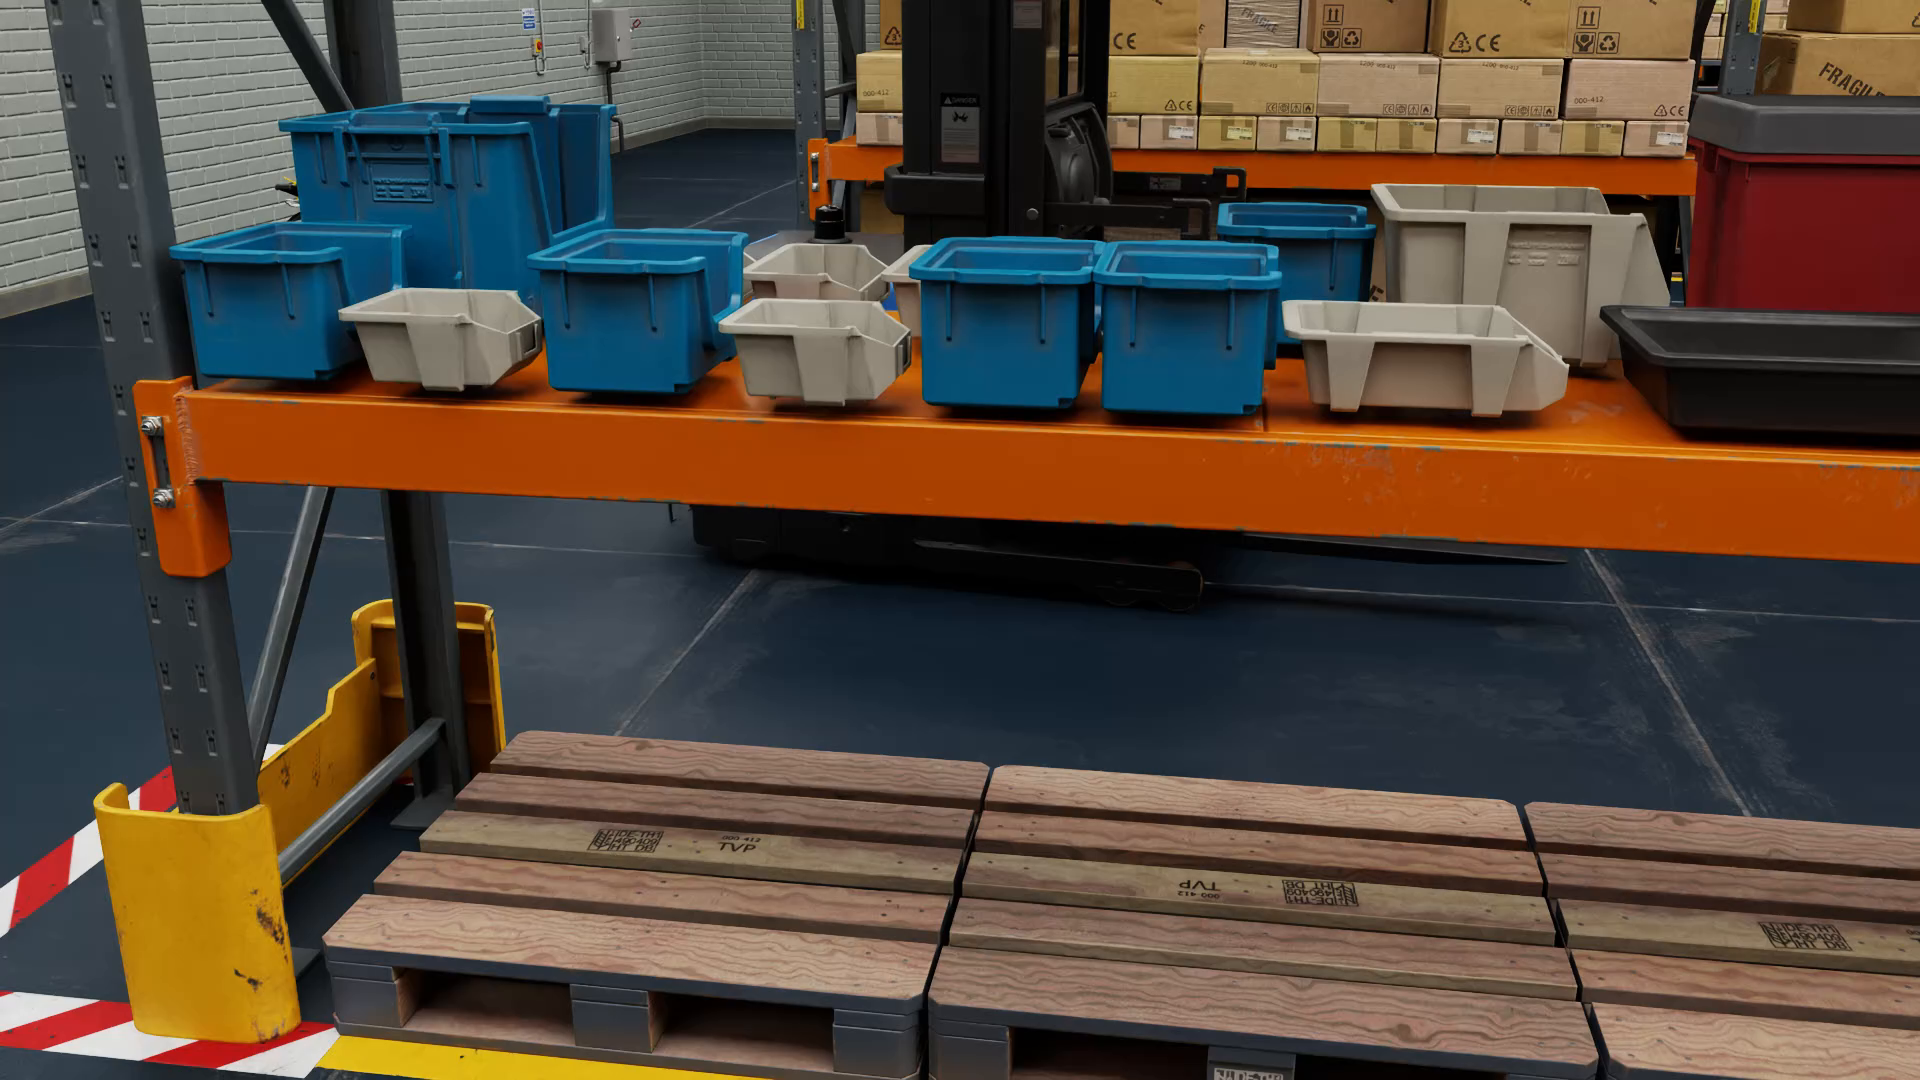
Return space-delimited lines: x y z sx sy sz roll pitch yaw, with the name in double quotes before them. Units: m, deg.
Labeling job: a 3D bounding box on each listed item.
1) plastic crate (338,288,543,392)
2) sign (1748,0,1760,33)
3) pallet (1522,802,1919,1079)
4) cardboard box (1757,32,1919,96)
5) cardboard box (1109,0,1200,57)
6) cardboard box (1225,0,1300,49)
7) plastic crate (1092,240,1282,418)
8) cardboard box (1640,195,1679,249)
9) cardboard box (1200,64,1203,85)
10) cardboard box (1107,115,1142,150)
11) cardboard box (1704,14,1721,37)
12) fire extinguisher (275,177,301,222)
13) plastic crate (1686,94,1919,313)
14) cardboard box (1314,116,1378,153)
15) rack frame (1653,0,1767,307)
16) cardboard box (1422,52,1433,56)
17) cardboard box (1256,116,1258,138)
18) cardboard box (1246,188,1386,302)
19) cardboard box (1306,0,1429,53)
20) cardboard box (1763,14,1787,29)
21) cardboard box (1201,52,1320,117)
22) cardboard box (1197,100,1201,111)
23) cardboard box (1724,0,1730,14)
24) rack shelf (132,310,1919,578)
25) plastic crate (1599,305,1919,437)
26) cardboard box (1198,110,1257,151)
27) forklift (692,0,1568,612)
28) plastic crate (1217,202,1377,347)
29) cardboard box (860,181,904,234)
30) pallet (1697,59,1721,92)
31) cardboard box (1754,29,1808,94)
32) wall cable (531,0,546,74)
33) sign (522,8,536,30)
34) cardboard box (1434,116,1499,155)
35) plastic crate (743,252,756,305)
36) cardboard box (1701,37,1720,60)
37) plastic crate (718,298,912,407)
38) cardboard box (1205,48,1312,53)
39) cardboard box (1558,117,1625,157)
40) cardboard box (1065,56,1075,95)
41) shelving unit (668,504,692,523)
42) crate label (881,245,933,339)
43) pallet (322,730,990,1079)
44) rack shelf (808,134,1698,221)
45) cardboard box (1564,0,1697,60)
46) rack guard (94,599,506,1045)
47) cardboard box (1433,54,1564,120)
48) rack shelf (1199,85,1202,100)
"plastic crate" -0.907 -0.357 2.962 0.298 0.136 0.250 3 19 9
"sign" 3.246 -2.235 6.767 0.005 0.325 0.100 3 19 9
"pallet" 1.815 0.888 3.316 1.213 0.211 1.003 3 19 9
"cardboard box" 3.747 -1.907 7.118 0.500 0.500 0.500 3 19 9
"cardboard box" 0.820 -2.430 7.424 0.500 0.500 0.500 2 19 7
"cardboard box" 2.187 -3.719 12.065 0.500 0.500 0.500 2 19 7
"plastic crate" 0.385 -0.363 2.830 0.300 0.233 0.416 3 19 9
"cardboard box" 4.906 -2.403 12.037 0.500 0.500 0.500 4 19 11
"cardboard box" 1.833 -3.430 12.224 0.250 0.149 0.380 3 19 8
"cardboard box" 0.696 -1.871 7.563 0.250 0.149 0.380 3 19 8
"cardboard box" 5.046 -3.542 11.427 0.250 0.149 0.380 3 19 10
"fire extinguisher" -1.479 -0.547 3.921 0.183 0.674 0.296 3 19 9
"plastic crate" 1.705 -0.592 3.149 0.583 0.464 0.402 3 19 9
"cardboard box" 1.711 -1.819 7.409 0.250 0.149 0.380 3 19 8
"rack frame" 3.332 -1.961 7.437 0.127 3.000 1.000 3 19 9
"cardboard box" 2.420 -2.163 7.809 0.500 0.250 0.500 3 19 8
"cardboard box" 1.554 -2.039 8.066 0.250 0.149 0.380 2 19 7
"cardboard box" 1.805 -1.256 8.017 0.875 0.875 0.875 3 19 9
"cardboard box" 1.901 -2.543 7.761 0.500 0.500 0.500 2 19 7
"cardboard box" 5.569 -3.516 11.350 0.250 0.149 0.380 4 19 11
"cardboard box" 1.340 -2.049 7.466 0.500 0.250 0.500 3 19 8
"cardboard box" 1.052 -2.065 8.143 0.250 0.149 0.380 3 19 9
"cardboard box" 5.310 -3.669 11.338 0.250 0.149 0.380 3 19 8
"rack shelf" 0.572 -0.169 3.215 4.000 0.370 1.077 3 19 9
"plastic crate" 1.399 -0.280 2.751 0.590 0.125 0.437 3 19 9
"cardboard box" 1.200 -1.845 7.486 0.250 0.149 0.380 2 19 7
"forklift" 0.600 -1.337 5.680 3.031 2.935 1.130 5 19 15
"plastic crate" 0.666 -0.537 3.349 0.300 0.233 0.416 3 19 9
"cardboard box" 0.028 -1.347 8.288 0.875 0.875 0.875 3 19 9
"pallet" 4.950 -3.335 11.845 1.213 0.211 1.003 3 19 9
"cardboard box" 3.838 -2.071 7.607 0.500 0.500 0.500 3 19 9
"wall cable" -4.616 -6.040 17.978 0.123 1.953 0.585 3 19 9
"sign" -4.684 -5.660 18.065 0.001 0.218 0.327 3 19 9
"cardboard box" 2.218 -1.794 7.332 0.250 0.149 0.380 3 19 10
"plastic crate" -0.569 -0.530 3.480 0.243 0.136 0.396 3 19 9
"cardboard box" 5.056 -3.400 11.472 0.250 0.149 0.380 3 19 9
"plastic crate" -0.238 -0.322 2.860 0.298 0.136 0.250 3 19 9
"cardboard box" 1.422 -2.215 7.963 0.500 0.250 0.500 3 19 9
"cardboard box" 2.725 -1.768 7.255 0.250 0.149 0.380 3 19 10
"cardboard box" 0.328 -2.100 7.618 0.500 0.250 0.500 3 19 8
"shelving unit" -1.022 -0.596 6.404 0.252 1.050 0.215 1 18 17
"crate label" -0.006 -0.504 3.404 0.243 0.136 0.396 3 19 9
"pallet" -0.594 0.765 3.683 1.213 0.211 1.003 3 19 9
"rack shelf" 1.358 -1.721 7.852 4.000 0.370 1.077 3 19 9
"cardboard box" 2.836 -2.326 7.113 0.500 0.500 0.500 3 19 10
"rack guard" -1.428 0.577 3.789 0.348 0.500 1.175 3 19 9
"cardboard box" 2.344 -1.996 7.310 0.500 0.250 0.500 3 19 10
"rack shelf" 2.244 -3.269 12.481 4.000 0.370 1.077 3 19 9
